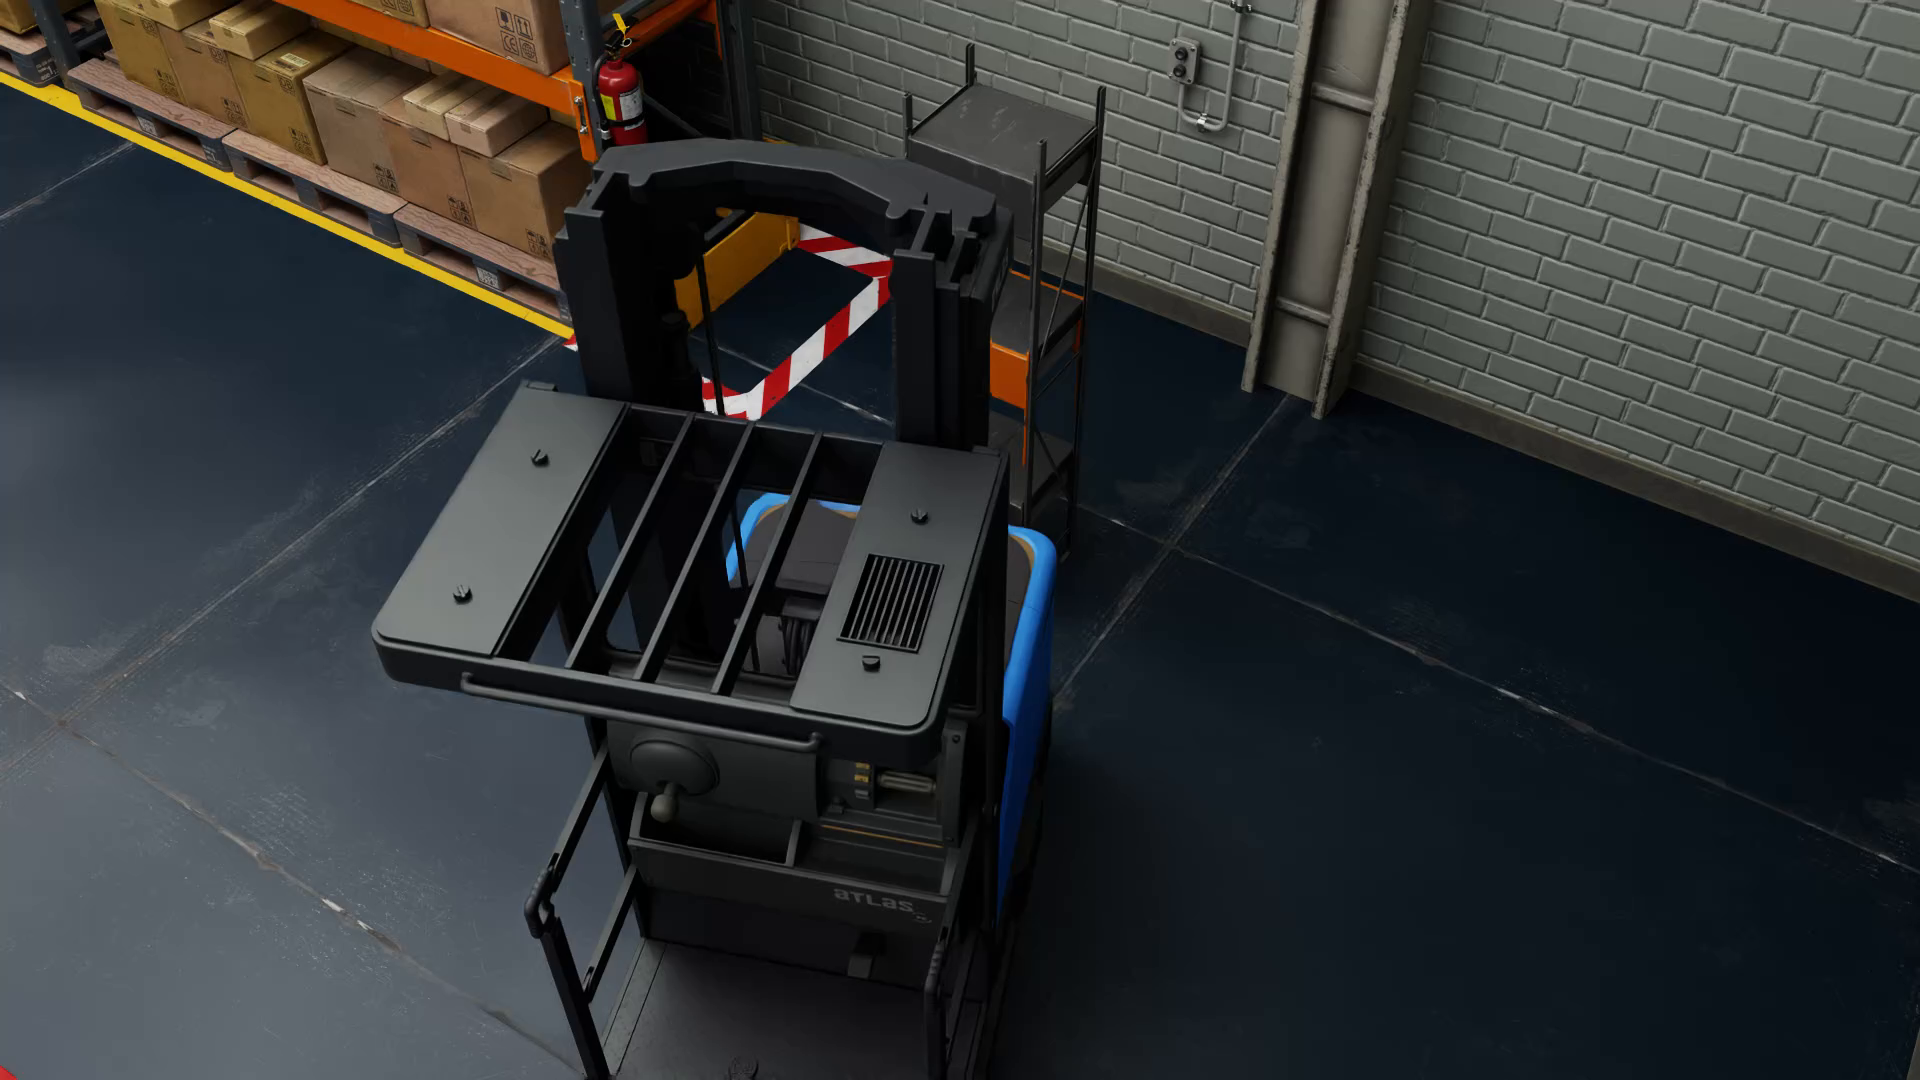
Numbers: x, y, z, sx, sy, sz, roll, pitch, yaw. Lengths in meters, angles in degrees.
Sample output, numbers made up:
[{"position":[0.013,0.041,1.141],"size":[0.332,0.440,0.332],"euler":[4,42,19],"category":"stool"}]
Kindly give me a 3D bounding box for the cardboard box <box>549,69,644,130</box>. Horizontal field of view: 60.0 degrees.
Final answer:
[{"position":[-1.672,-2.044,7.642],"size":[0.250,0.149,0.380],"euler":[25,51,22],"category":"cardboard box"}]

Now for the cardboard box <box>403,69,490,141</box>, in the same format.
[{"position":[-2.307,-2.009,7.609],"size":[0.250,0.149,0.380],"euler":[26,51,23],"category":"cardboard box"}]

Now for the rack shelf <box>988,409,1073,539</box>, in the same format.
[{"position":[0.139,-0.170,6.446],"size":[0.480,0.518,0.431],"euler":[25,51,22],"category":"rack shelf"}]

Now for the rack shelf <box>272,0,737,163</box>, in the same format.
[{"position":[-2.925,-2.783,7.864],"size":[4.000,0.370,1.077],"euler":[25,51,22],"category":"rack shelf"}]

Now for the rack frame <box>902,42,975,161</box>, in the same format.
[{"position":[-0.066,-0.762,6.026],"size":[0.015,2.100,0.400],"euler":[25,51,22],"category":"rack frame"}]

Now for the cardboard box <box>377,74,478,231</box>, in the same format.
[{"position":[-2.306,-1.939,7.993],"size":[0.500,0.500,0.700],"euler":[25,51,22],"category":"cardboard box"}]

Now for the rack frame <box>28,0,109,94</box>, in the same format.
[{"position":[-4.609,-3.808,8.359],"size":[0.127,3.000,1.000],"euler":[25,51,22],"category":"rack frame"}]

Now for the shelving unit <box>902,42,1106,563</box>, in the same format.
[{"position":[0.139,-0.668,5.935],"size":[0.503,2.100,0.431],"euler":[25,51,22],"category":"shelving unit"}]

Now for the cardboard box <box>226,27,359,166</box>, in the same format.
[{"position":[-3.183,-2.335,8.378],"size":[0.500,0.500,0.700],"euler":[26,51,23],"category":"cardboard box"}]

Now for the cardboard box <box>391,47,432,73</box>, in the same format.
[{"position":[-2.523,-2.434,8.022],"size":[0.250,0.149,0.380],"euler":[25,51,23],"category":"cardboard box"}]

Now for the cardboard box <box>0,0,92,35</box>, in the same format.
[{"position":[-5.226,-3.378,9.147],"size":[0.750,0.750,0.750],"euler":[25,51,23],"category":"cardboard box"}]

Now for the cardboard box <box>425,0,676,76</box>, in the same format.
[{"position":[-1.676,-2.555,6.932],"size":[0.700,0.700,0.980],"euler":[27,52,24],"category":"cardboard box"}]

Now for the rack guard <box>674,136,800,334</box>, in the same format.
[{"position":[-1.221,-1.379,7.741],"size":[0.348,0.500,1.175],"euler":[25,51,22],"category":"rack guard"}]

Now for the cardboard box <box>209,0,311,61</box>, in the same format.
[{"position":[-3.405,-2.513,8.098],"size":[0.250,0.149,0.380],"euler":[23,50,21],"category":"cardboard box"}]

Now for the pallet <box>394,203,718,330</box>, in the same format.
[{"position":[-1.957,-1.550,8.109],"size":[1.213,0.211,1.003],"euler":[25,51,22],"category":"pallet"}]

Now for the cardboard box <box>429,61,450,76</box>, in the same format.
[{"position":[-2.309,-2.336,7.927],"size":[0.250,0.149,0.380],"euler":[25,51,22],"category":"cardboard box"}]

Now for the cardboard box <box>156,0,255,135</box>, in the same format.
[{"position":[-3.613,-2.535,8.572],"size":[0.500,0.500,0.700],"euler":[24,51,22],"category":"cardboard box"}]

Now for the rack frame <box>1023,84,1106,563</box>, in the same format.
[{"position":[0.345,-0.573,5.843],"size":[0.015,2.100,0.400],"euler":[25,51,22],"category":"rack frame"}]

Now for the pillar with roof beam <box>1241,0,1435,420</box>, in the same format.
[{"position":[-0.826,-1.228,1.669],"size":[0.400,9.000,9.100],"euler":[25,51,22],"category":"pillar with roof beam"}]

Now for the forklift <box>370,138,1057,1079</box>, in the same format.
[{"position":[-0.488,0.662,4.063],"size":[1.130,2.935,3.031],"euler":[9,46,8],"category":"forklift"}]

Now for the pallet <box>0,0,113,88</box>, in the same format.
[{"position":[-5.299,-3.089,9.605],"size":[1.213,0.211,1.003],"euler":[25,51,22],"category":"pallet"}]

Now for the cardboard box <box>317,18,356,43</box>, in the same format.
[{"position":[-2.953,-2.632,8.214],"size":[0.250,0.149,0.380],"euler":[24,50,21],"category":"cardboard box"}]

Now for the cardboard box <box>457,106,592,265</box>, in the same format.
[{"position":[-1.885,-1.745,7.804],"size":[0.500,0.500,0.700],"euler":[25,51,22],"category":"cardboard box"}]

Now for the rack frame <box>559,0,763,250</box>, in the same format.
[{"position":[-1.242,-2.259,6.854],"size":[0.127,3.000,1.000],"euler":[25,51,22],"category":"rack frame"}]

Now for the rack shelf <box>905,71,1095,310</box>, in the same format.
[{"position":[0.139,-1.146,5.442],"size":[0.480,0.518,0.431],"euler":[25,51,22],"category":"rack shelf"}]

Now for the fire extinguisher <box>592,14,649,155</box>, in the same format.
[{"position":[-1.364,-1.765,6.688],"size":[0.183,0.674,0.296],"euler":[25,51,22],"category":"fire extinguisher"}]

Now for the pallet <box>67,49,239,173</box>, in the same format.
[{"position":[-4.011,-2.495,9.027],"size":[1.213,0.211,1.003],"euler":[25,51,22],"category":"pallet"}]

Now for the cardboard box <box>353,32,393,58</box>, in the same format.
[{"position":[-2.740,-2.533,8.118],"size":[0.250,0.149,0.380],"euler":[25,51,22],"category":"cardboard box"}]

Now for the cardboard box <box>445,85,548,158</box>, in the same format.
[{"position":[-2.091,-1.911,7.513],"size":[0.250,0.149,0.380],"euler":[24,51,22],"category":"cardboard box"}]

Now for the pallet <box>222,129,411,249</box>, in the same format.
[{"position":[-2.980,-2.023,8.568],"size":[1.213,0.211,1.003],"euler":[25,51,22],"category":"pallet"}]

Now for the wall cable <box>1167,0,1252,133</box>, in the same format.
[{"position":[0.347,-2.689,6.563],"size":[1.851,1.984,0.084],"euler":[25,51,22],"category":"wall cable"}]

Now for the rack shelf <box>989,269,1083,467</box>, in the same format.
[{"position":[0.139,-0.658,5.944],"size":[0.480,0.518,0.431],"euler":[25,51,22],"category":"rack shelf"}]

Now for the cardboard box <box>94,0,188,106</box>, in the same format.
[{"position":[-4.034,-2.732,8.763],"size":[0.500,0.500,0.700],"euler":[25,51,23],"category":"cardboard box"}]

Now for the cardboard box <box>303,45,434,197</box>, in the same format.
[{"position":[-2.730,-2.133,8.181],"size":[0.500,0.500,0.700],"euler":[23,50,21],"category":"cardboard box"}]

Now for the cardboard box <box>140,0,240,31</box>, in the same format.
[{"position":[-3.845,-2.715,8.295],"size":[0.250,0.149,0.380],"euler":[26,51,23],"category":"cardboard box"}]

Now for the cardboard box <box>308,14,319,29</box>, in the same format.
[{"position":[-3.170,-2.731,8.310],"size":[0.250,0.149,0.380],"euler":[25,51,22],"category":"cardboard box"}]

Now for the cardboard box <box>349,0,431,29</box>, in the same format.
[{"position":[-2.295,-2.830,7.199],"size":[0.700,0.700,0.980],"euler":[24,51,22],"category":"cardboard box"}]
